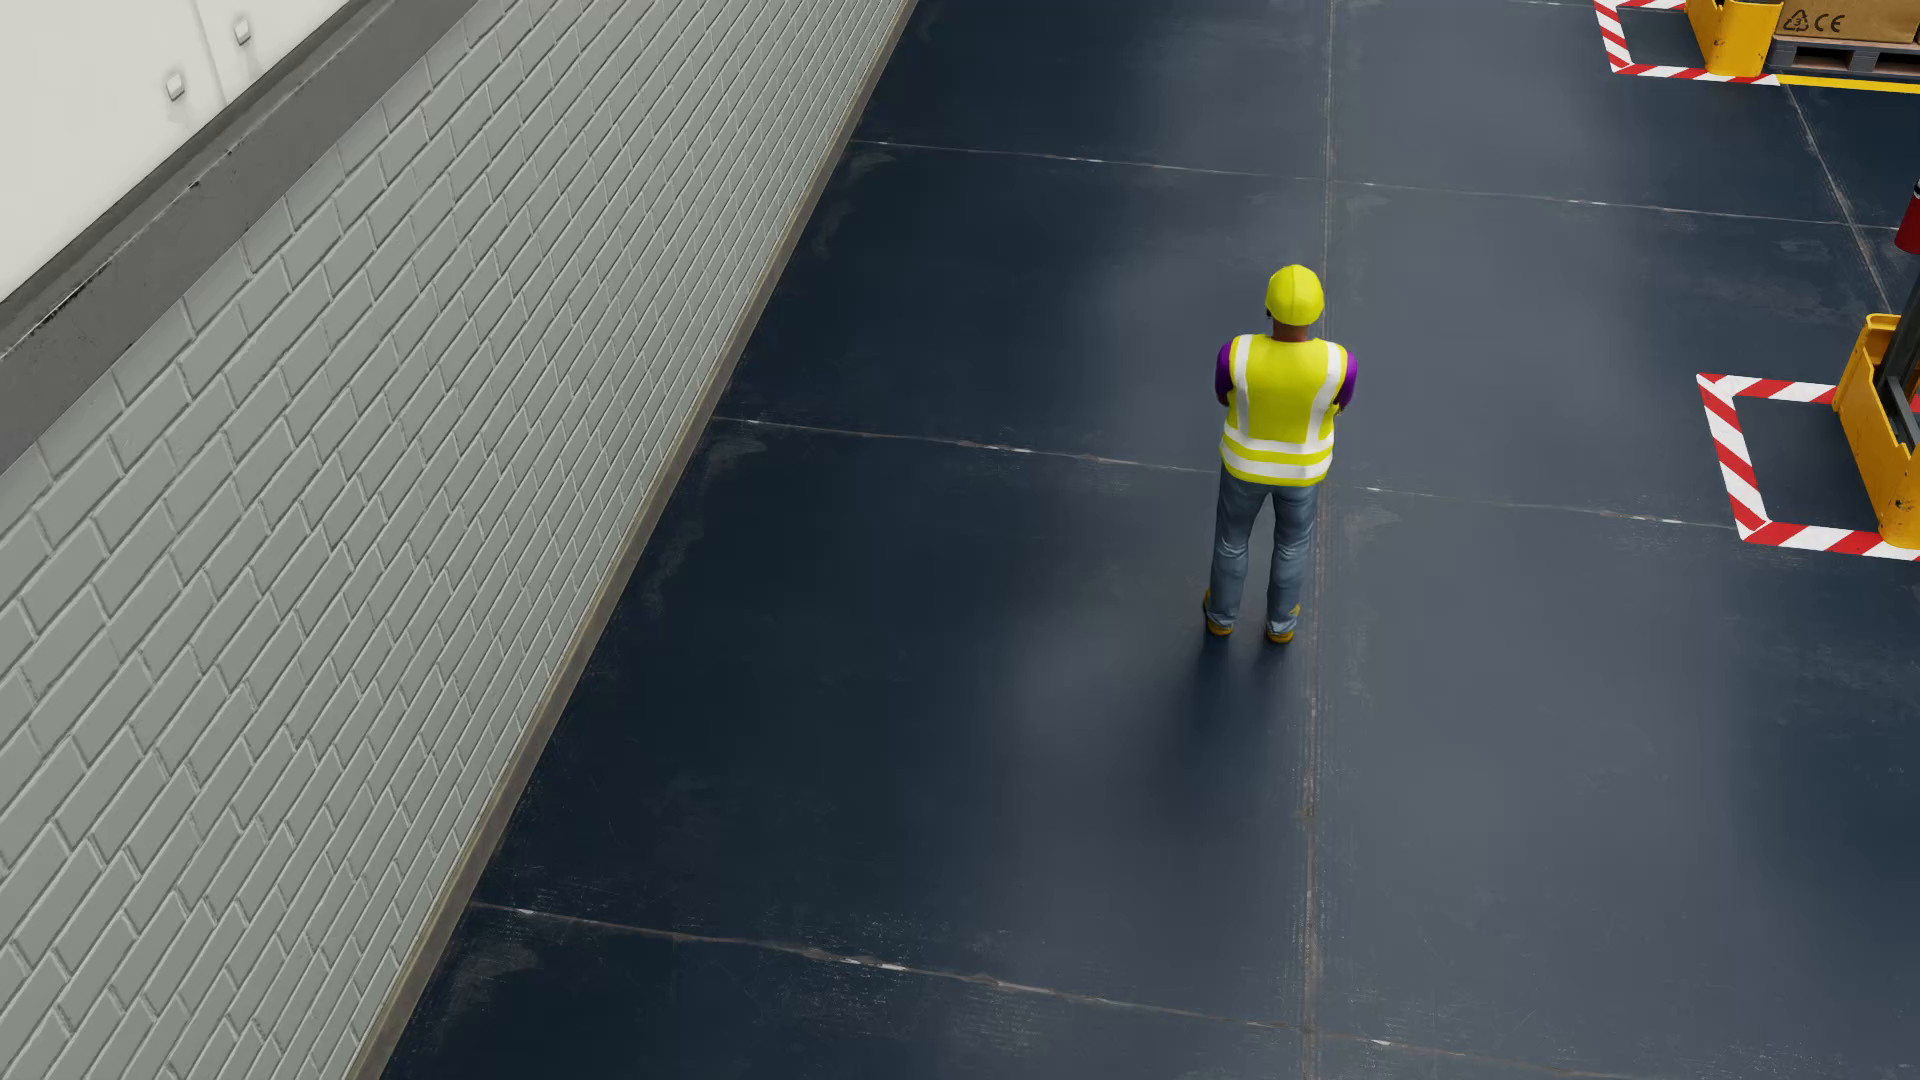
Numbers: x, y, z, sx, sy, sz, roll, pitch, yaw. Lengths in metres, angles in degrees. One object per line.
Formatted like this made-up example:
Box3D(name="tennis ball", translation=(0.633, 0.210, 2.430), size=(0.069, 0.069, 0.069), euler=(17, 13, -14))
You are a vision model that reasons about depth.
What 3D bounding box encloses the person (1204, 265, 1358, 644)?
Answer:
Box3D(name="person", translation=(1.238, -0.374, 6.580), size=(0.521, 1.767, 0.573), euler=(6, 41, 7))
